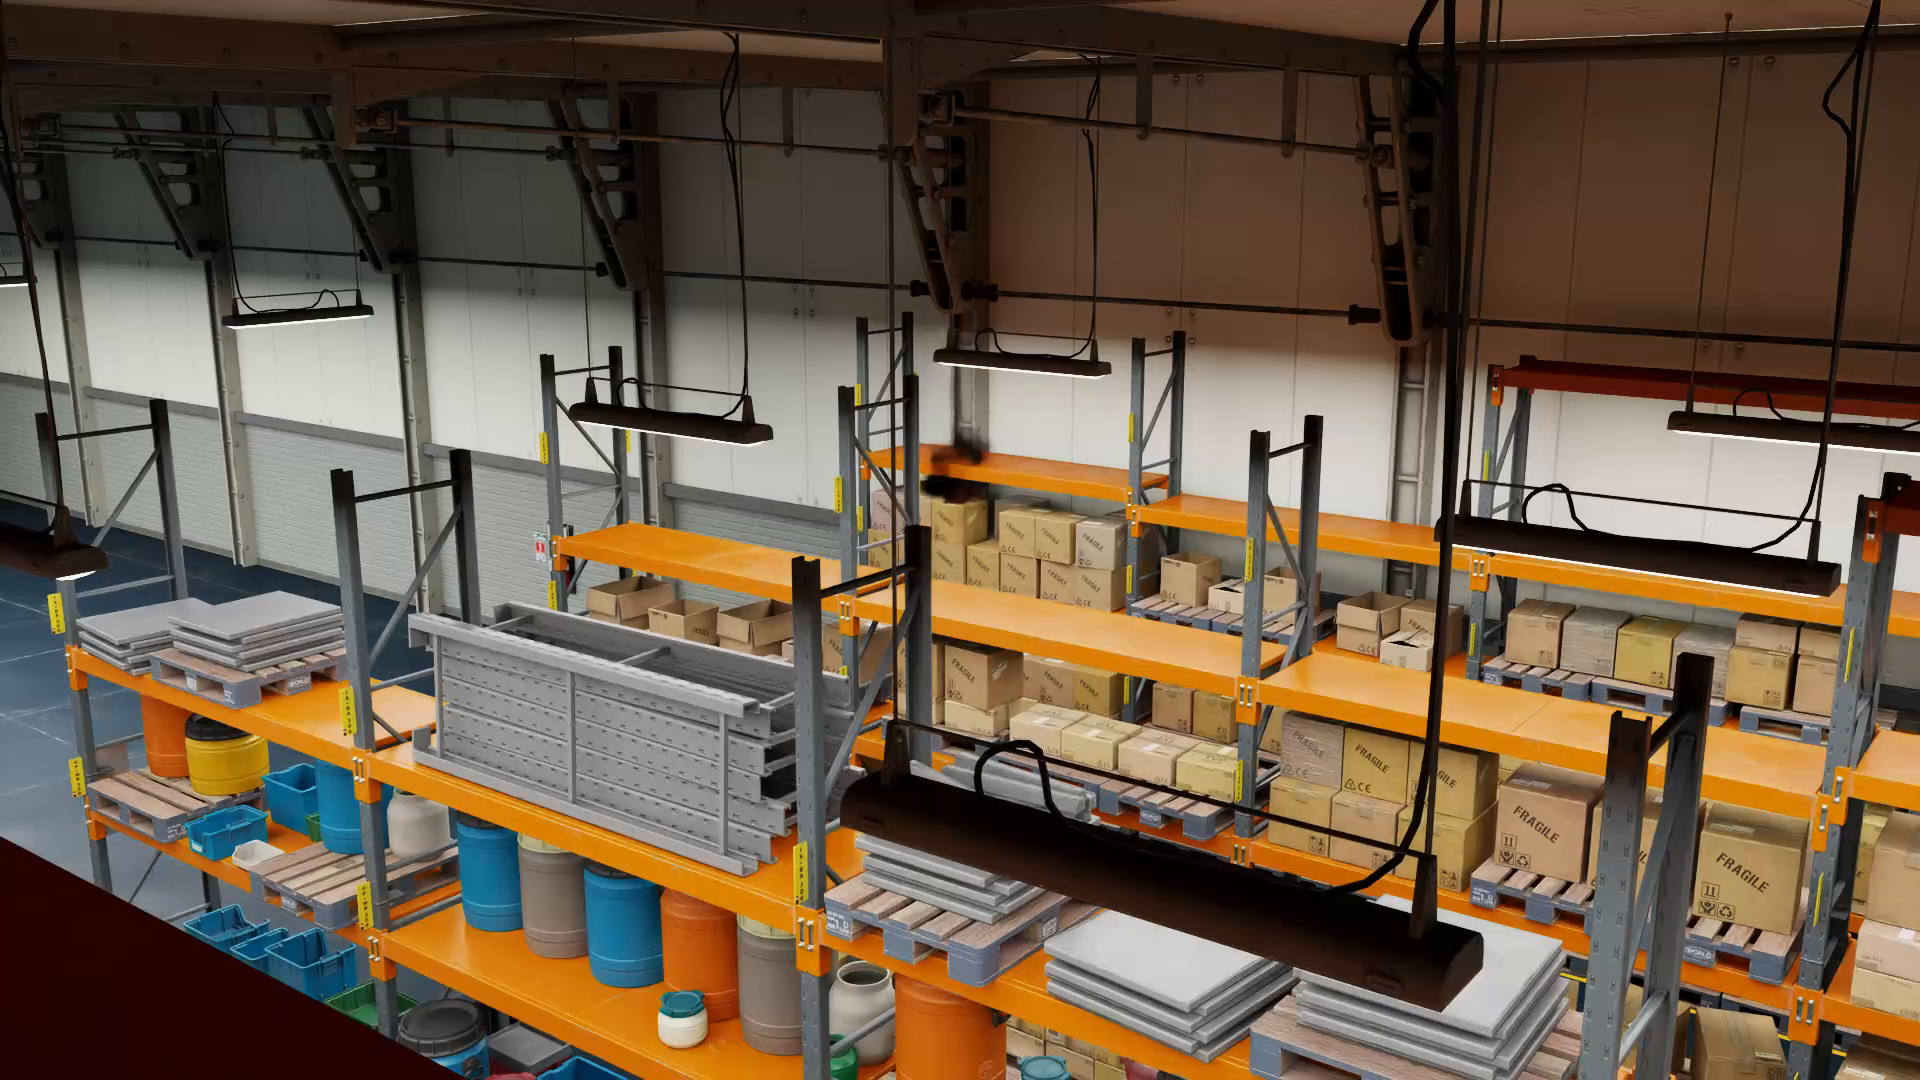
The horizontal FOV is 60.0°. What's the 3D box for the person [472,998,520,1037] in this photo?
[{"bbox_3d":[-4.016,3.959,14.517,0.941,1.620,0.607,9,16,34],"label":"person"}]
